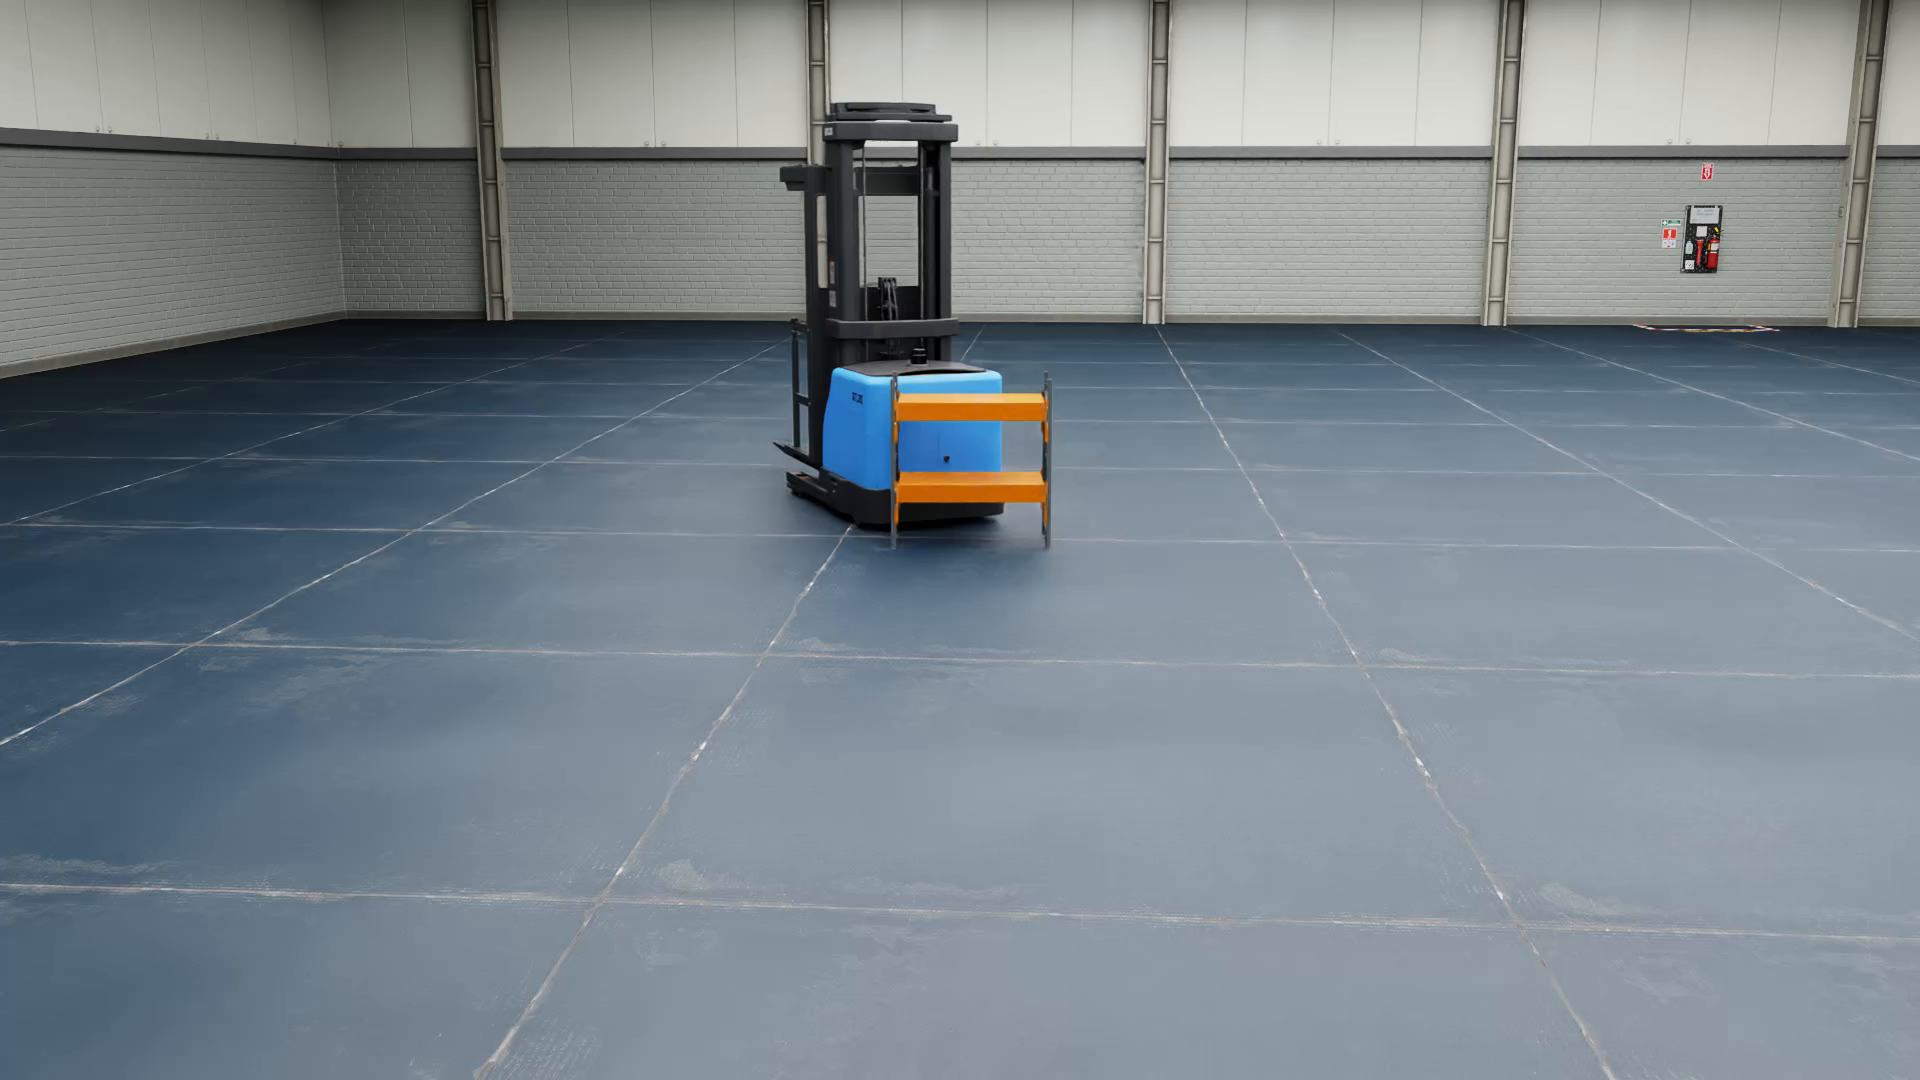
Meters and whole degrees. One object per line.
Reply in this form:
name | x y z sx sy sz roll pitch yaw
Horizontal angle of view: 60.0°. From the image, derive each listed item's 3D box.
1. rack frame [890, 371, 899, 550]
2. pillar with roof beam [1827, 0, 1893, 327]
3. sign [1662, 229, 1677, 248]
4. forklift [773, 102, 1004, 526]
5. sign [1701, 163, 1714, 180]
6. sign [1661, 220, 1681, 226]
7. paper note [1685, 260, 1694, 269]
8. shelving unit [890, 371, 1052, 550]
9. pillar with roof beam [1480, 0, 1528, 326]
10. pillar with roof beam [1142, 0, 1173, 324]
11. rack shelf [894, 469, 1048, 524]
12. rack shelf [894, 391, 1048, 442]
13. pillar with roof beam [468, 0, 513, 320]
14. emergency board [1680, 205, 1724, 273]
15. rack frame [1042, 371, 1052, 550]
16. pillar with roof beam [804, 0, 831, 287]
rack frame | -0.437 -0.535 11.080 0.032 1.125 0.500 0 12 0
pillar with roof beam | 15.164 -7.264 24.015 0.400 9.000 9.100 1 12 4
sign | 12.444 -5.295 29.166 0.234 0.329 0.001 1 12 4
forklift | -0.712 -1.795 12.689 1.130 2.935 3.031 -5 13 -22
sign | 12.987 -6.404 28.893 0.199 0.298 0.001 1 12 4
sign | 12.448 -5.552 29.103 0.331 0.109 0.001 1 12 4
paper note | 12.817 -4.834 29.202 0.142 0.148 0.016 1 12 4
shelving unit | 0.071 -0.535 11.081 1.048 1.125 0.538 0 12 0
pillar with roof beam | 9.177 -7.346 24.408 0.400 9.000 9.100 1 12 4
pillar with roof beam | 3.191 -7.428 24.800 0.400 9.000 9.100 1 12 4
rack shelf | 0.071 -0.296 11.131 1.000 0.278 0.538 0 12 0
rack shelf | 0.071 -0.822 11.021 1.000 0.278 0.538 0 12 0
pillar with roof beam | -8.782 -7.592 25.585 0.400 9.000 9.100 1 12 4
emergency board | 12.989 -5.249 29.033 0.643 1.169 0.194 1 12 4
rack frame | 0.580 -0.536 11.081 0.032 1.125 0.500 0 12 0
pillar with roof beam | -2.796 -7.510 25.193 0.400 9.000 9.100 1 12 4
